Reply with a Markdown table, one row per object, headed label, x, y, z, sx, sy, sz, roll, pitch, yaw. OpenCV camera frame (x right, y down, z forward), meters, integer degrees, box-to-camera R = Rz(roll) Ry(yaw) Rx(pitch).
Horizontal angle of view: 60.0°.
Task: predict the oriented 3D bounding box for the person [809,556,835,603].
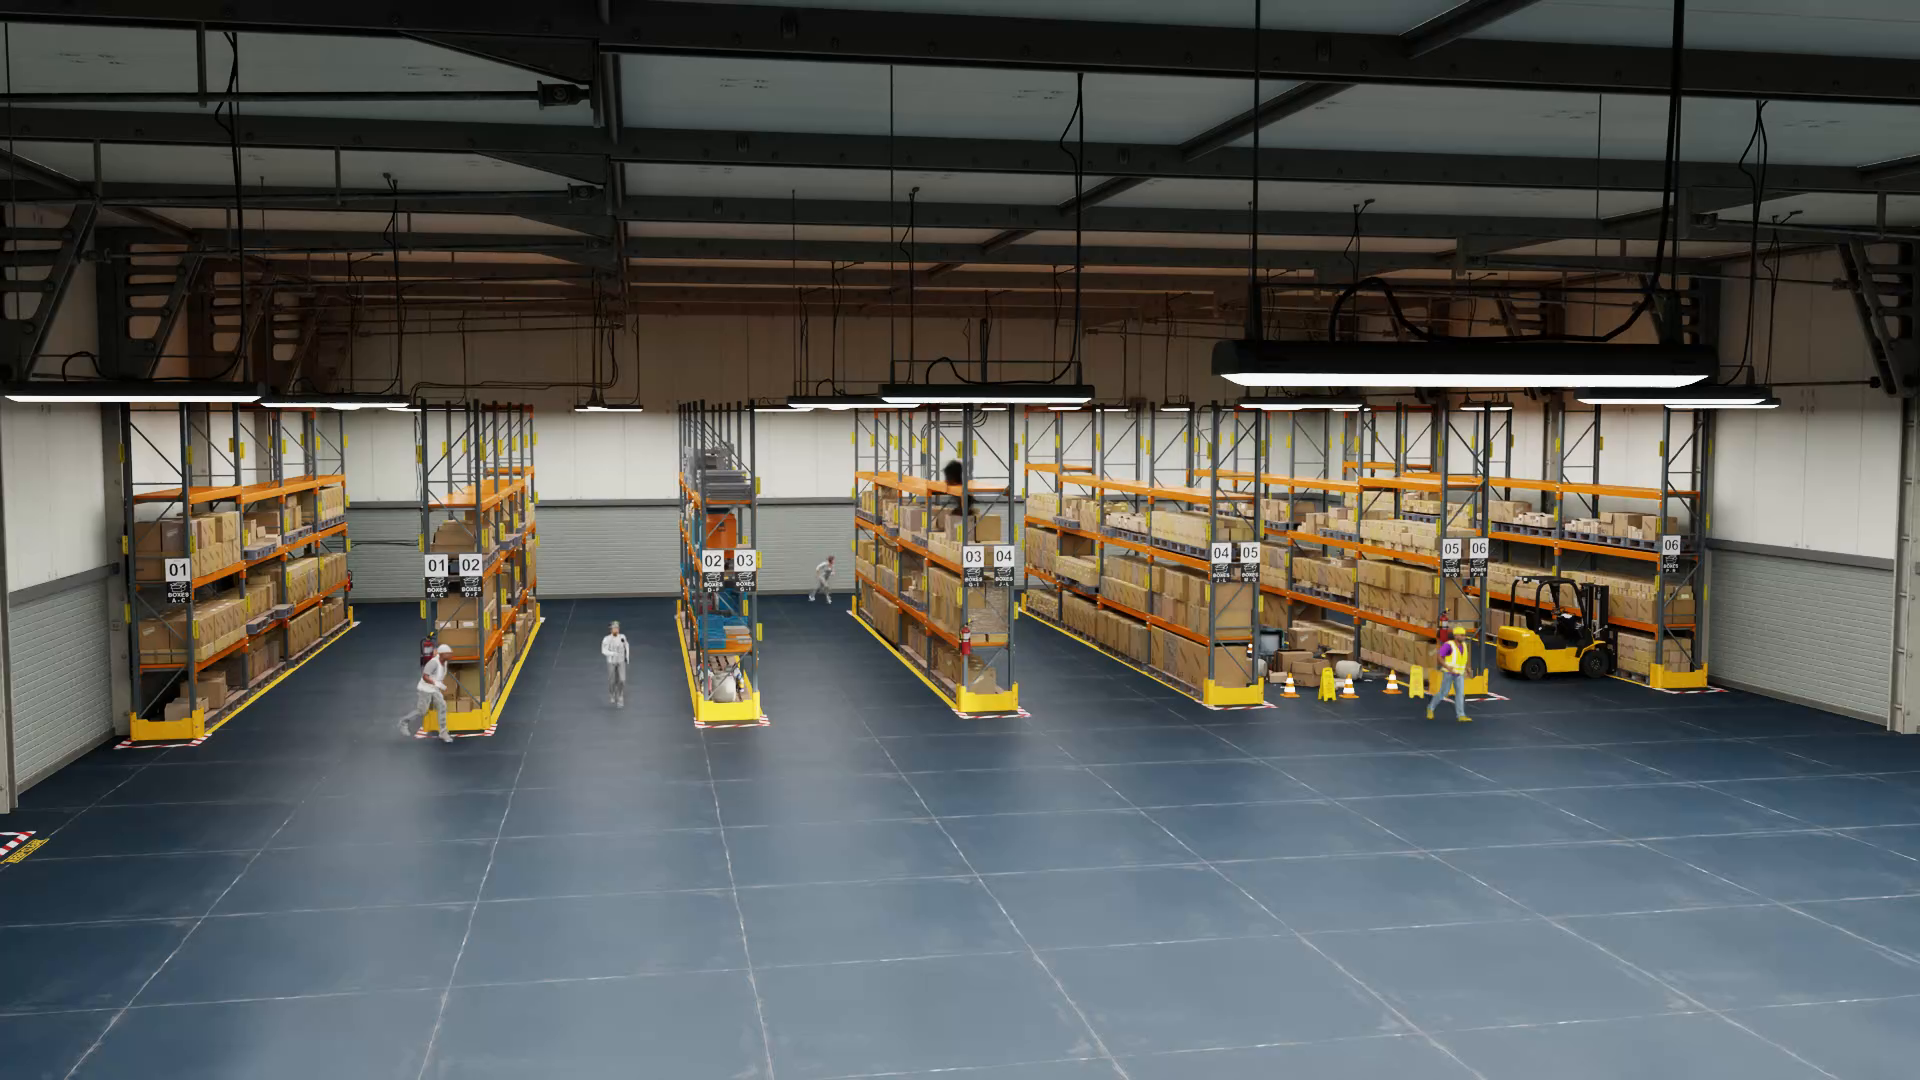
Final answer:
| label | x | y | z | sx | sy | sz | roll | pitch | yaw |
| --- | --- | --- | --- | --- | --- | --- | --- | --- | --- |
| person | -4.187 | 1.188 | 50.532 | 0.963 | 1.424 | 0.556 | 4 | 6 | 41 |

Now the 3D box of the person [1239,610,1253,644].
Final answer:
| label | x | y | z | sx | sy | sz | roll | pitch | yaw |
| --- | --- | --- | --- | --- | --- | --- | --- | --- | --- |
| person | 7.104 | 1.897 | 40.905 | 0.616 | 1.510 | 0.815 | -2 | 5 | -28 |

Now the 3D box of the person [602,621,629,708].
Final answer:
| label | x | y | z | sx | sy | sz | roll | pitch | yaw |
| --- | --- | --- | --- | --- | --- | --- | --- | --- | --- |
| person | -6.728 | 2.434 | 32.519 | 0.552 | 1.713 | 0.789 | -1 | 5 | -18 |

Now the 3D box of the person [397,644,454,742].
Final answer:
| label | x | y | z | sx | sy | sz | roll | pitch | yaw |
| --- | --- | --- | --- | --- | --- | --- | --- | --- | --- |
| person | -9.384 | 2.688 | 29.189 | 1.044 | 1.732 | 0.719 | 0 | 4 | 4 |

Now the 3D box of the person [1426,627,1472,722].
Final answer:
| label | x | y | z | sx | sy | sz | roll | pitch | yaw |
| --- | --- | --- | --- | --- | --- | --- | --- | --- | --- |
| person | 9.193 | 2.486 | 30.837 | 0.741 | 1.743 | 0.992 | -2 | 5 | -26 |
